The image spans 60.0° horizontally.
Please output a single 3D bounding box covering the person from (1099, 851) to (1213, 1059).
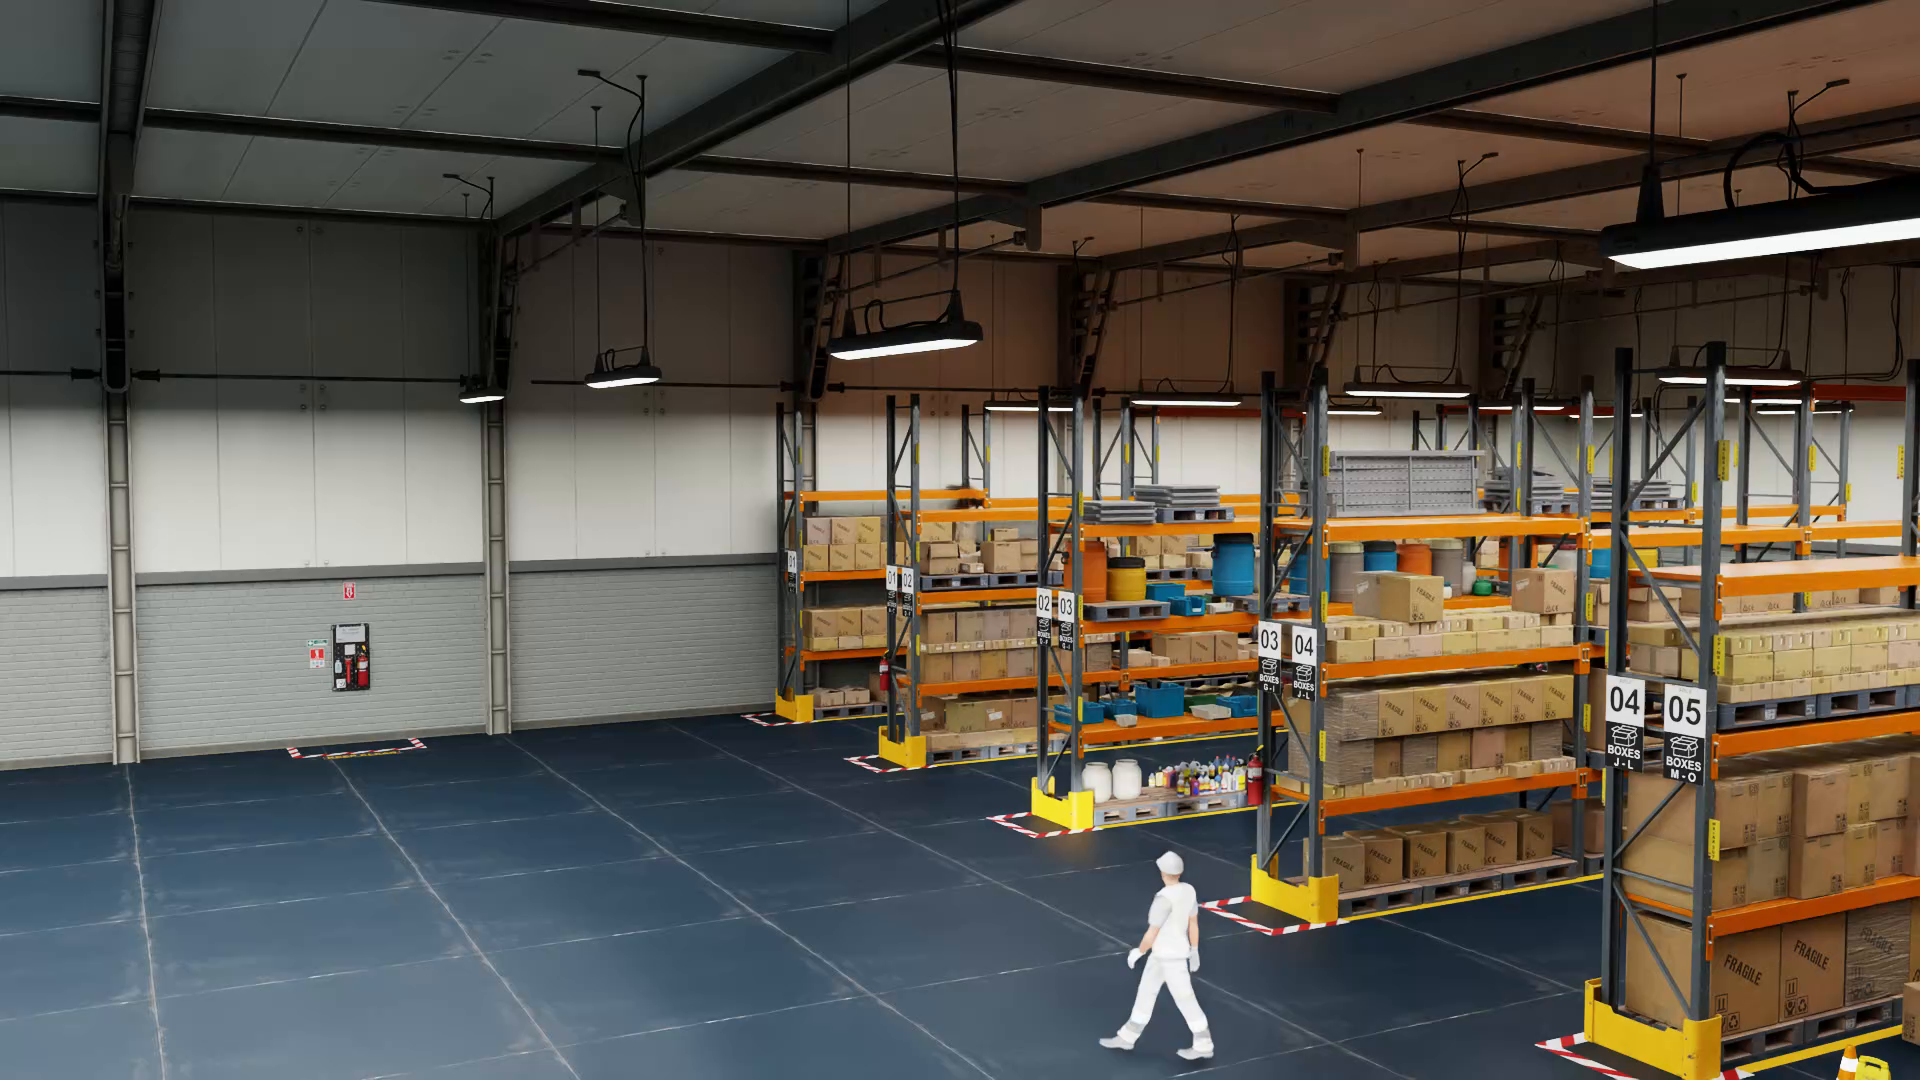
[{"bbox_3d":[1.655,3.467,13.934,0.943,1.745,0.521,0,3,1],"label":"person"}]

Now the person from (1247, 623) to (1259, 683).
[{"bbox_3d":[6.163,2.329,34.597,1.087,1.720,0.674,-2,4,-34],"label":"person"}]
